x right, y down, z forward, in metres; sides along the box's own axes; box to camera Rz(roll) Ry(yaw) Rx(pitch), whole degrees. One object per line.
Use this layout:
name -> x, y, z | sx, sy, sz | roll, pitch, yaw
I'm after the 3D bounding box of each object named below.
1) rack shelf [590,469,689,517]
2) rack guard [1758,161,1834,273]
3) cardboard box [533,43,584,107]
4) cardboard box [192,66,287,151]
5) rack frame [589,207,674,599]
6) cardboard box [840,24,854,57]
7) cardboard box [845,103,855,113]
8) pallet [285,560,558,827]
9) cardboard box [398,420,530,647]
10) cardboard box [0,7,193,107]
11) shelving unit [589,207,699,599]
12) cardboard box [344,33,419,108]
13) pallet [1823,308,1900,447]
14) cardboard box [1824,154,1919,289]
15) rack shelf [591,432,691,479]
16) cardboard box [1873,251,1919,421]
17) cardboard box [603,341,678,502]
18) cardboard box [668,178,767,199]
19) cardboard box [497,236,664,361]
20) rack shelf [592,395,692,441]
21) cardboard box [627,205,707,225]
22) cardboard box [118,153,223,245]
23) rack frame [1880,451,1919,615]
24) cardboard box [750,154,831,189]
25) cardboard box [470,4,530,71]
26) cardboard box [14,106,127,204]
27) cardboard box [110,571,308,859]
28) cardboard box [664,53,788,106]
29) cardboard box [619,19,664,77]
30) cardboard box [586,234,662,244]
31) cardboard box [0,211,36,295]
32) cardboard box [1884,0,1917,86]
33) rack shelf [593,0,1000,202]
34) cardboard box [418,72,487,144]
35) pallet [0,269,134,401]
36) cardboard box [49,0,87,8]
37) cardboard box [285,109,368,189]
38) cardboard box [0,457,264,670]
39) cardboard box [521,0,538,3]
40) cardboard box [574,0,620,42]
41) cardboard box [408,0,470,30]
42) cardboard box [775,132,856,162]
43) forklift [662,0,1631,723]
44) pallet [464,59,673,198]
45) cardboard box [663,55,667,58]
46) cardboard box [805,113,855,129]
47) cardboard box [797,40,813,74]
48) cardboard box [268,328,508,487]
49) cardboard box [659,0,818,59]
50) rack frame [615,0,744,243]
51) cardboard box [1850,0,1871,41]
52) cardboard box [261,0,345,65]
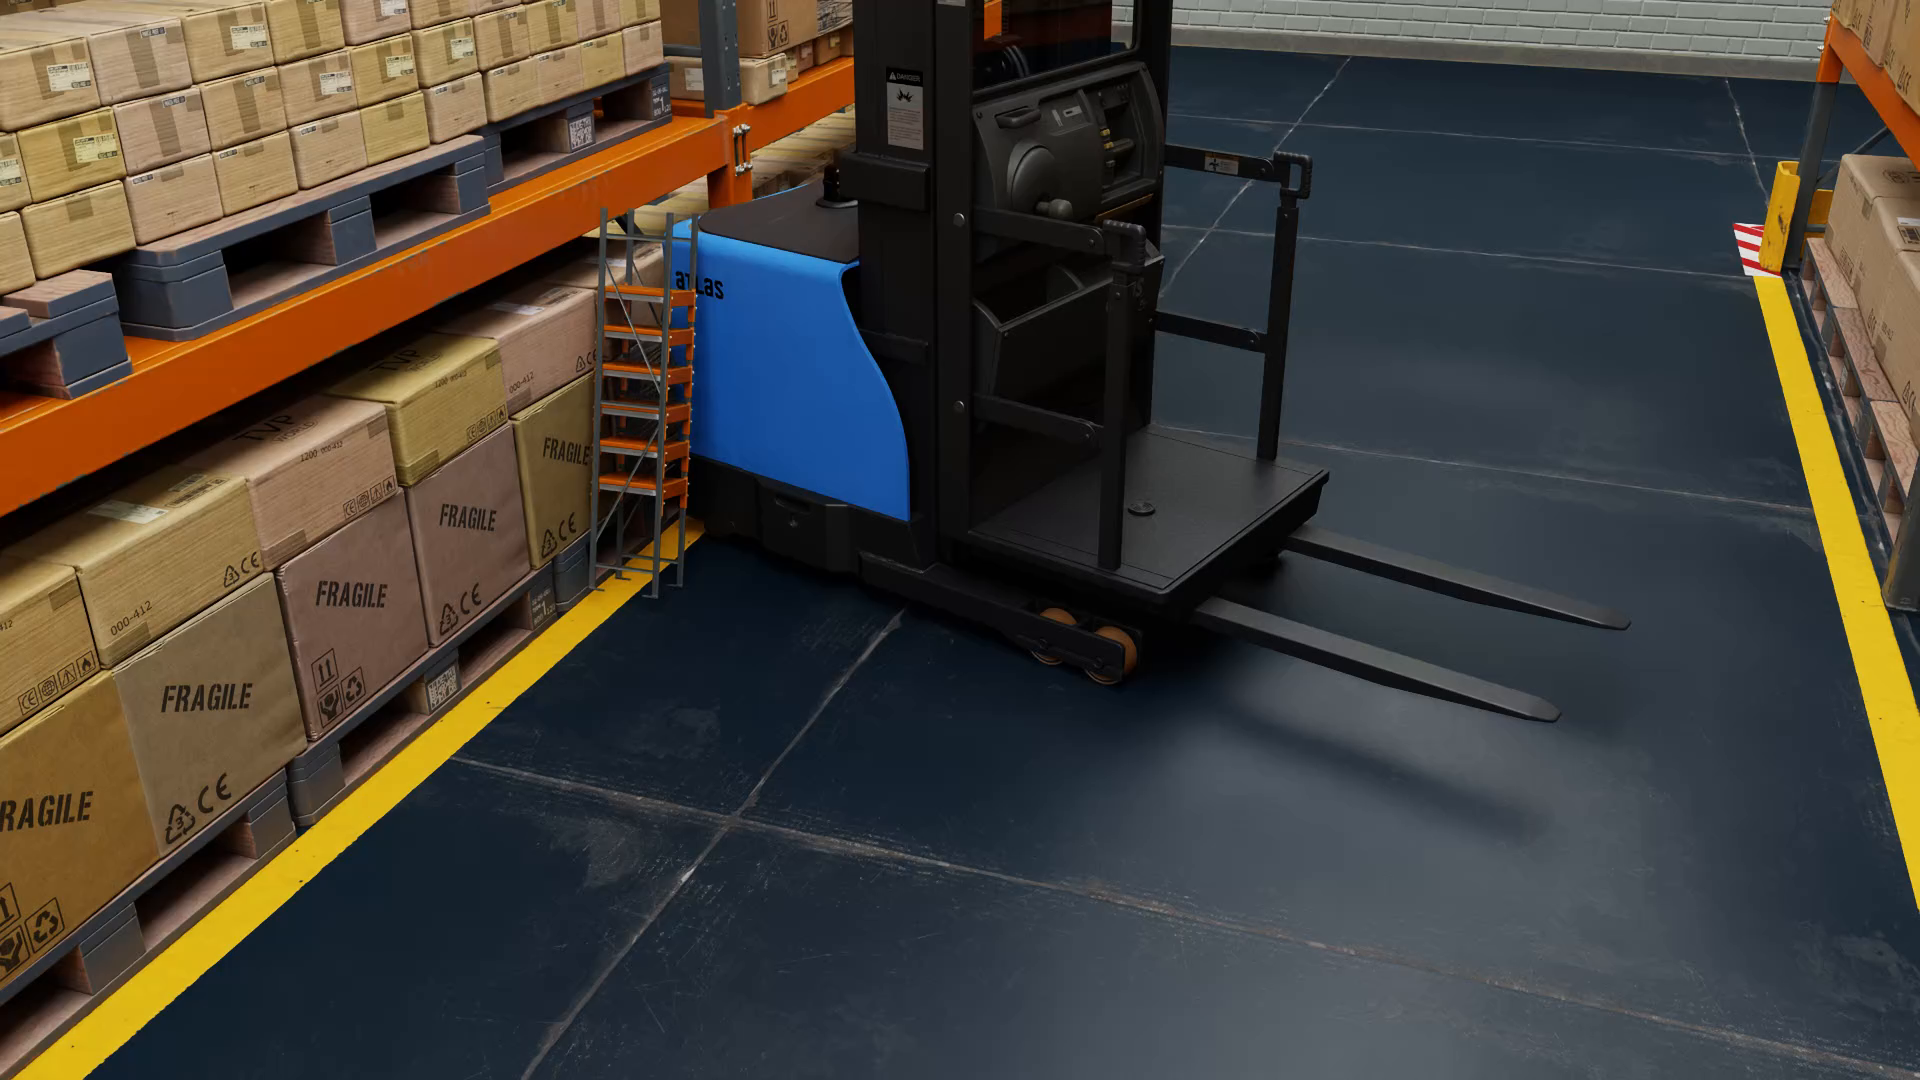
rack shelf -> -1.022, -0.152, 5.306 | 0.258, 0.103, 0.180 | 7, 11, 14
rack guard -> 4.775, -1.608, 8.498 | 1.175, 0.500, 0.348 | 9, 27, 17
cardboard box -> -1.381, -1.431, 5.070 | 0.380, 0.149, 0.250 | 9, 27, 17
cardboard box -> -1.819, -1.021, 3.881 | 0.380, 0.149, 0.250 | 8, 27, 17
rack frame -> -1.025, -0.416, 5.165 | 0.240, 1.200, 0.006 | 7, 11, 14
cardboard box -> -0.566, -2.151, 7.038 | 0.380, 0.149, 0.250 | 9, 27, 18
cardboard box -> -0.429, -2.407, 9.387 | 0.380, 0.149, 0.250 | 8, 27, 15
pallet -> -1.927, 0.322, 4.842 | 1.003, 0.211, 1.213 | 9, 27, 17
cardboard box -> -1.620, -0.058, 4.815 | 0.500, 0.500, 0.500 | 8, 27, 16
cardboard box -> -1.910, -1.049, 3.598 | 0.380, 0.149, 0.250 | 10, 28, 20
shelving unit -> -1.001, -0.431, 5.252 | 0.258, 1.200, 0.189 | 7, 11, 14
cardboard box -> -1.647, -1.231, 4.316 | 0.380, 0.149, 0.250 | 9, 27, 18
pallet -> 4.168, -0.629, 6.806 | 1.003, 0.211, 1.213 | 9, 27, 17
cardboard box -> 4.642, -1.473, 7.809 | 0.875, 0.438, 0.875 | 8, 27, 16
rack shelf -> -1.013, -0.270, 5.283 | 0.258, 0.103, 0.180 | 7, 11, 14
cardboard box -> 4.044, -0.726, 6.265 | 0.875, 0.438, 0.875 | 8, 27, 16
cardboard box -> -1.274, -0.479, 5.684 | 0.500, 0.500, 0.500 | 8, 27, 16
cardboard box -> -1.106, -1.548, 7.611 | 0.380, 0.149, 0.250 | 7, 27, 15
cardboard box -> -1.275, -0.815, 5.516 | 0.500, 0.250, 0.500 | 8, 27, 16
rack shelf -> -1.004, -0.387, 5.260 | 0.258, 0.103, 0.180 | 7, 11, 14
cardboard box -> -1.269, -1.328, 7.157 | 0.380, 0.149, 0.250 | 8, 27, 17
cardboard box -> -1.904, -0.785, 3.735 | 0.380, 0.149, 0.250 | 10, 27, 19
rack frame -> 3.436, -1.080, 4.538 | 1.000, 3.000, 0.127 | 9, 27, 17
cardboard box -> -0.842, -1.746, 8.022 | 0.380, 0.149, 0.250 | 9, 27, 18
cardboard box -> -1.470, -1.451, 4.769 | 0.380, 0.149, 0.250 | 8, 27, 16
cardboard box -> -1.988, -0.817, 3.460 | 0.380, 0.149, 0.250 | 9, 27, 18
cardboard box -> -1.956, 0.363, 3.944 | 0.500, 0.500, 0.500 | 9, 27, 18
cardboard box -> -0.862, -1.712, 6.132 | 0.380, 0.149, 0.250 | 10, 28, 19
cardboard box -> -1.211, -1.640, 5.501 | 0.380, 0.149, 0.250 | 8, 27, 16
cardboard box -> -1.392, -1.113, 6.714 | 0.380, 0.149, 0.250 | 10, 27, 19
cardboard box -> -2.078, -0.564, 3.279 | 0.380, 0.149, 0.250 | 10, 28, 20
cardboard box -> 3.858, -1.986, 6.295 | 0.500, 0.500, 0.500 | 10, 27, 19
rack shelf -> -0.600, -2.254, 7.789 | 1.077, 0.370, 4.000 | 9, 27, 17
cardboard box -> -1.552, -1.213, 4.619 | 0.380, 0.149, 0.250 | 8, 27, 15
pallet -> -2.460, -0.334, 3.218 | 1.213, 0.211, 1.003 | 9, 27, 17
cardboard box -> -2.346, -1.362, 4.244 | 0.380, 0.149, 0.250 | 10, 27, 19
cardboard box -> -1.730, -0.994, 4.168 | 0.380, 0.149, 0.250 | 8, 27, 16
cardboard box -> -1.970, 0.030, 3.772 | 0.500, 0.250, 0.500 | 8, 27, 17
cardboard box -> -1.391, -1.690, 4.922 | 0.380, 0.149, 0.250 | 8, 27, 16
cardboard box -> -1.298, -1.665, 5.212 | 0.380, 0.149, 0.250 | 9, 27, 18
cardboard box -> -1.563, -1.481, 4.491 | 0.380, 0.149, 0.250 | 8, 27, 16
cardboard box -> -0.717, -1.965, 8.473 | 0.380, 0.149, 0.250 | 10, 28, 19
forklift -> 0.504, -1.159, 4.780 | 3.031, 2.935, 1.130 | 18, 31, 32
pallet -> -1.657, -1.377, 5.371 | 1.003, 0.211, 1.213 | 9, 27, 17
cardboard box -> -1.263, -2.017, 6.762 | 0.380, 0.149, 0.250 | 10, 28, 19
cardboard box -> -0.612, -2.192, 8.941 | 0.380, 0.149, 0.250 | 9, 27, 17
cardboard box -> -0.807, -1.946, 6.615 | 0.380, 0.149, 0.250 | 8, 27, 15
cardboard box -> -1.621, -0.386, 4.631 | 0.500, 0.250, 0.500 | 8, 27, 15
cardboard box -> -0.863, -2.102, 6.193 | 0.500, 0.500, 0.500 | 8, 27, 16
rack frame -> -1.265, -1.756, 5.934 | 1.000, 3.000, 0.127 | 9, 27, 17
cardboard box -> 4.195, -2.401, 7.152 | 0.500, 0.500, 0.500 | 8, 27, 17
cardboard box -> -1.737, -1.260, 4.034 | 0.380, 0.149, 0.250 | 8, 27, 17
